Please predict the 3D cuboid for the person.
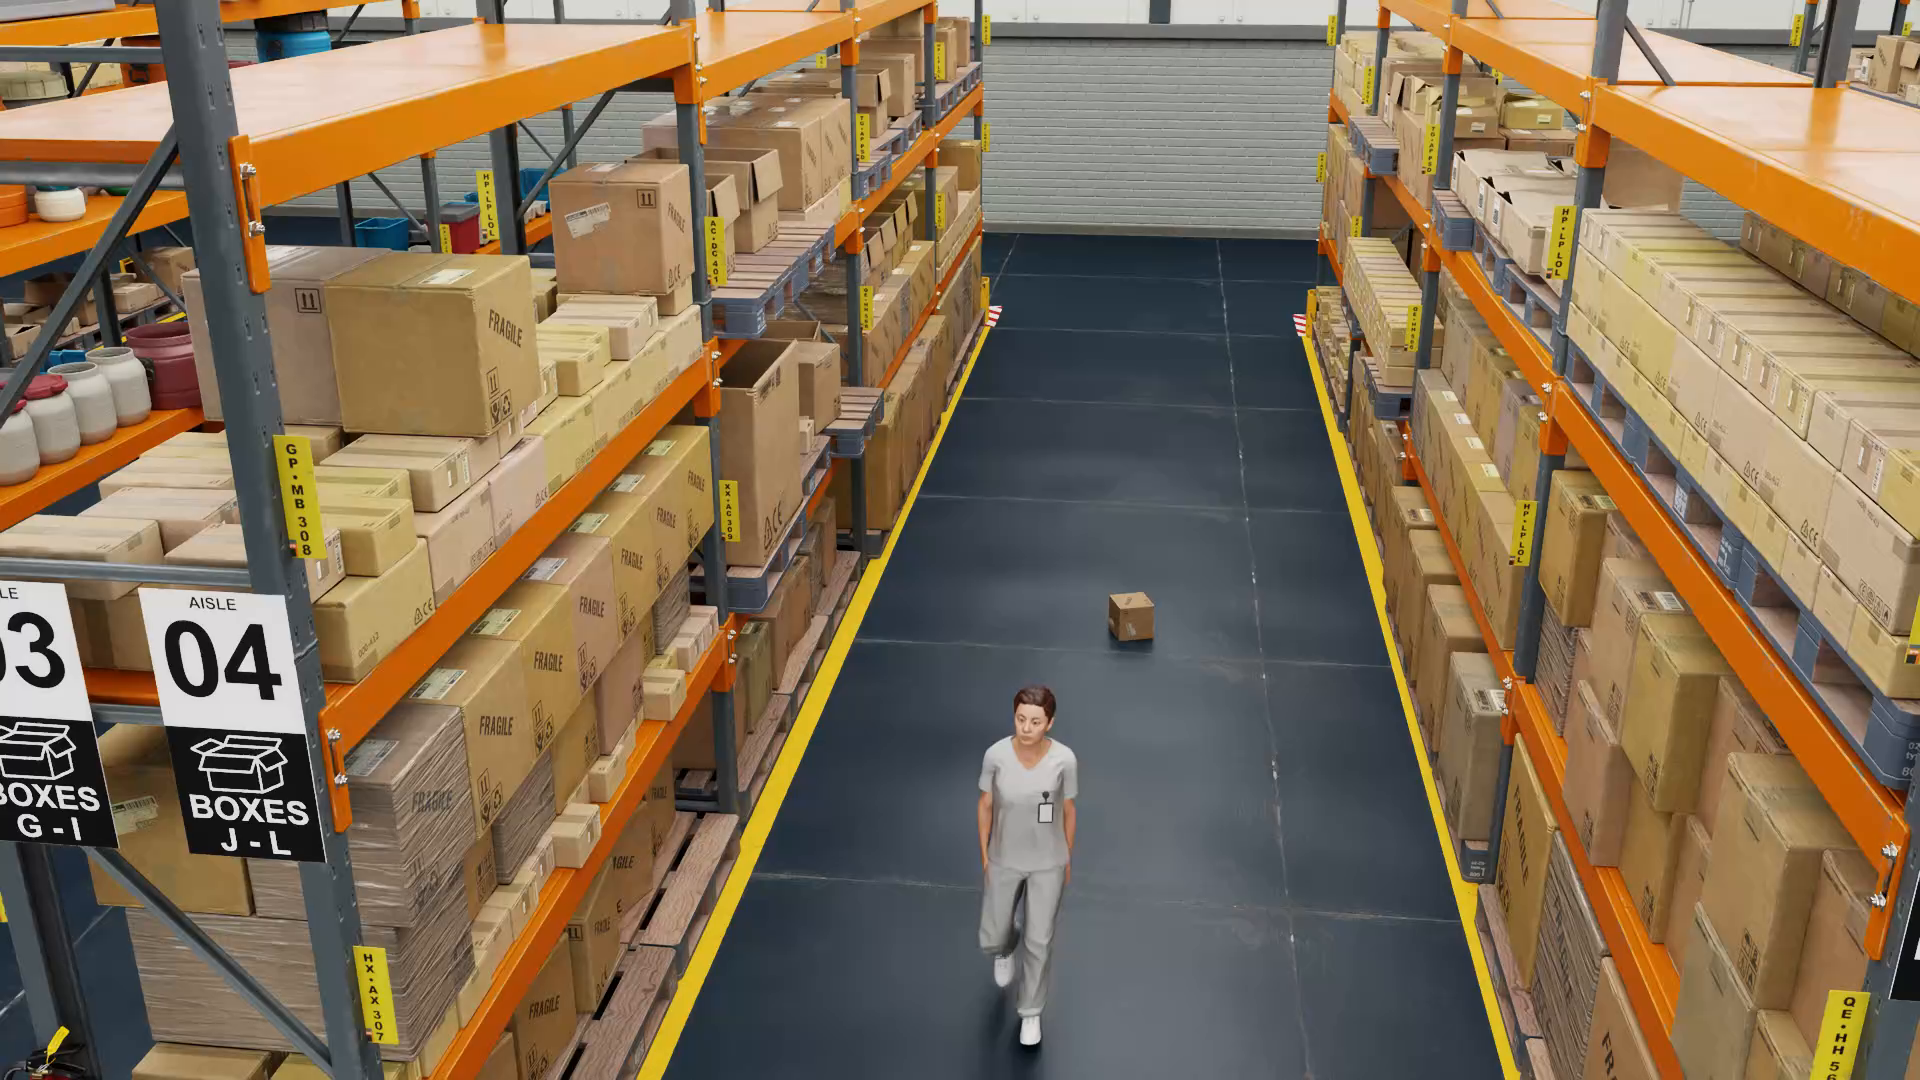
[{"bbox_3d":[0.298,1.406,7.421,0.442,1.663,0.572,2,21,6],"label":"person"}]
